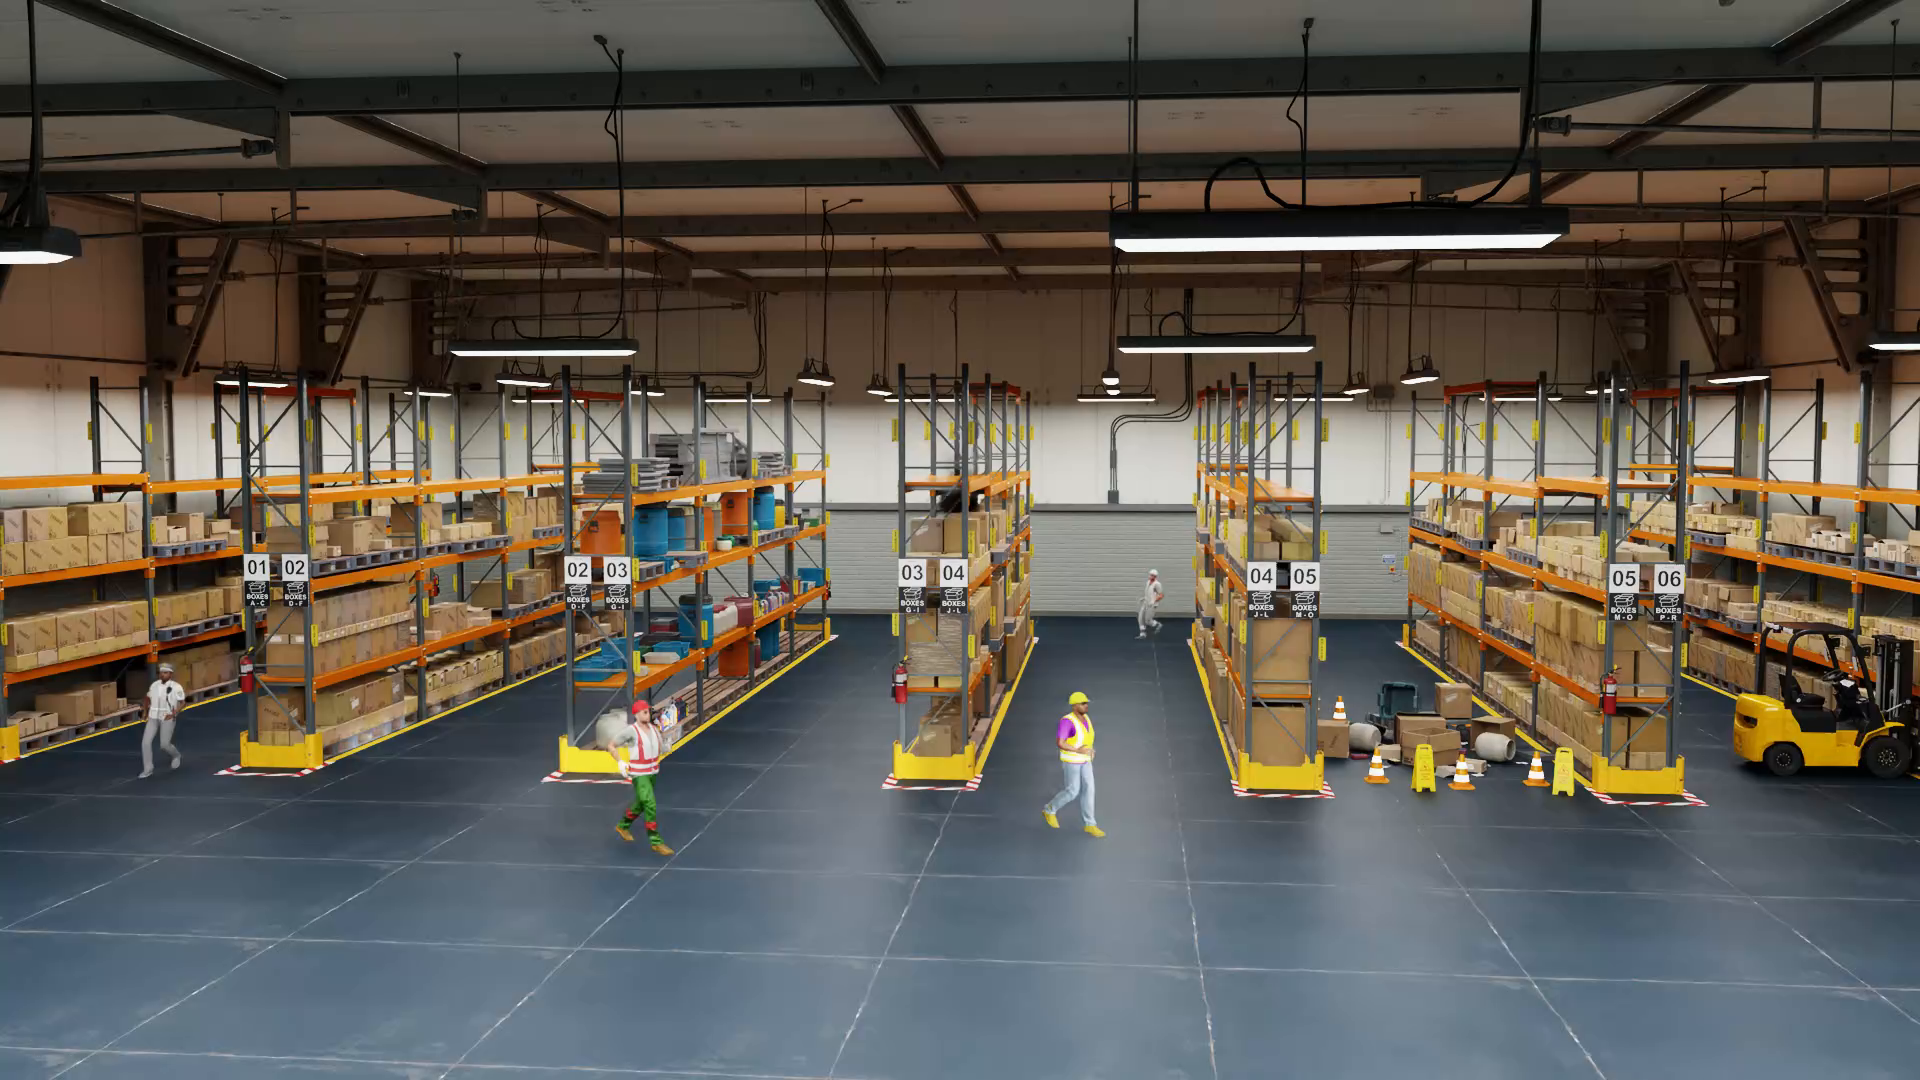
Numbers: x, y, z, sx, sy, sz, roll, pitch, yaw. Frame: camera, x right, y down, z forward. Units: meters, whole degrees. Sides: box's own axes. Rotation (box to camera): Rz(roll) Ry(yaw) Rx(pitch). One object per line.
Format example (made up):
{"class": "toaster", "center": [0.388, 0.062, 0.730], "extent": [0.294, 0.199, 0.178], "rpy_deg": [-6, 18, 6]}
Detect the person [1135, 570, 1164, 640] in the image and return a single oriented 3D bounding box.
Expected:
{"class": "person", "center": [4.665, 1.570, 40.224], "extent": [0.683, 1.712, 0.703], "rpy_deg": [-2, 4, -28]}

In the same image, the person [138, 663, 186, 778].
{"class": "person", "center": [-11.721, 2.620, 24.402], "extent": [0.611, 1.641, 0.755], "rpy_deg": [0, 4, 3]}

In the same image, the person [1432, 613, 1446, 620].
{"class": "person", "center": [11.641, 1.588, 40.200], "extent": [0.657, 1.617, 0.916], "rpy_deg": [-3, 5, -41]}

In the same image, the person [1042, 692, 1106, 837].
{"class": "person", "center": [1.441, 2.783, 20.794], "extent": [0.865, 1.781, 0.724], "rpy_deg": [3, 5, 39]}

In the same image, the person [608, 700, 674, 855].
{"class": "person", "center": [-3.781, 2.762, 19.834], "extent": [0.976, 1.704, 0.659], "rpy_deg": [2, 4, 28]}
